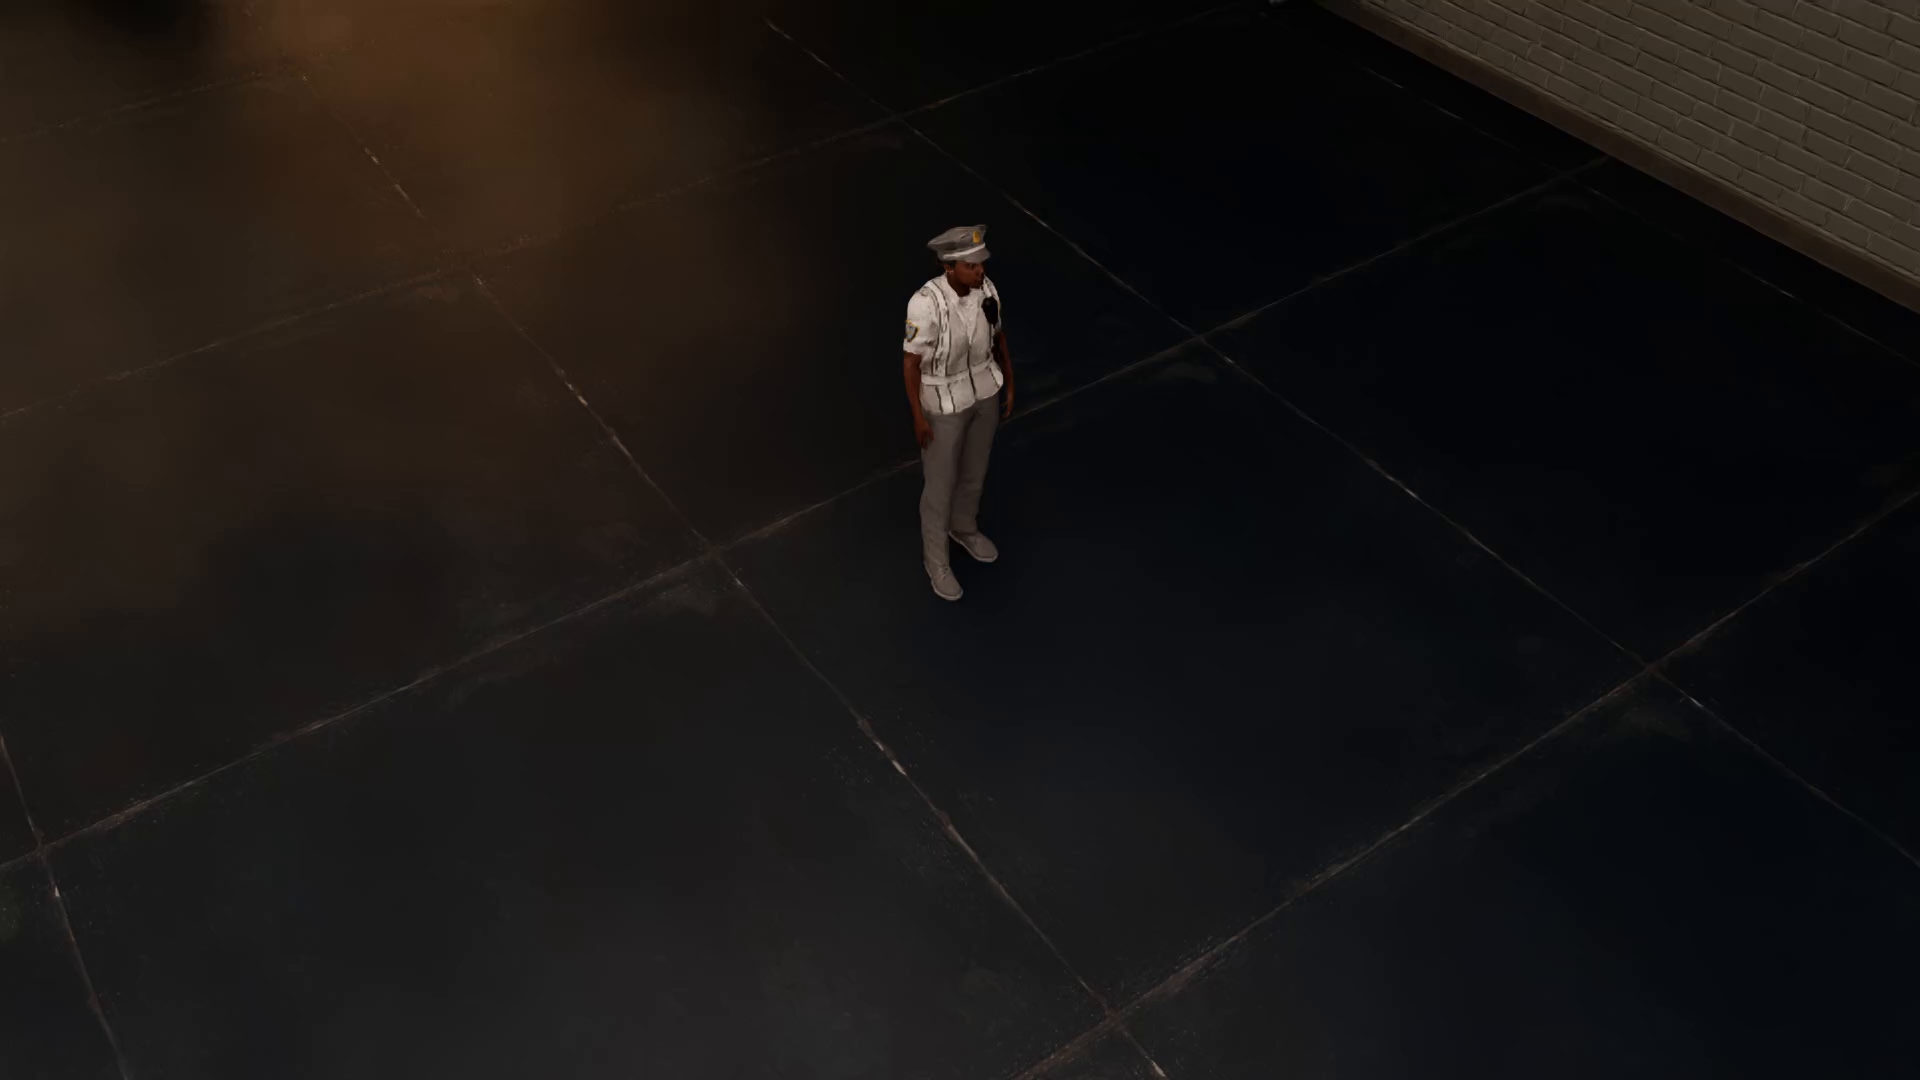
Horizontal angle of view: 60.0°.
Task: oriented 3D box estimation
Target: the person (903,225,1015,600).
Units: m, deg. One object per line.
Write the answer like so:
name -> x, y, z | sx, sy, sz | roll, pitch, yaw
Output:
person -> 0.027, -0.579, 7.245 | 0.570, 1.695, 0.529 | -25, 48, -25
